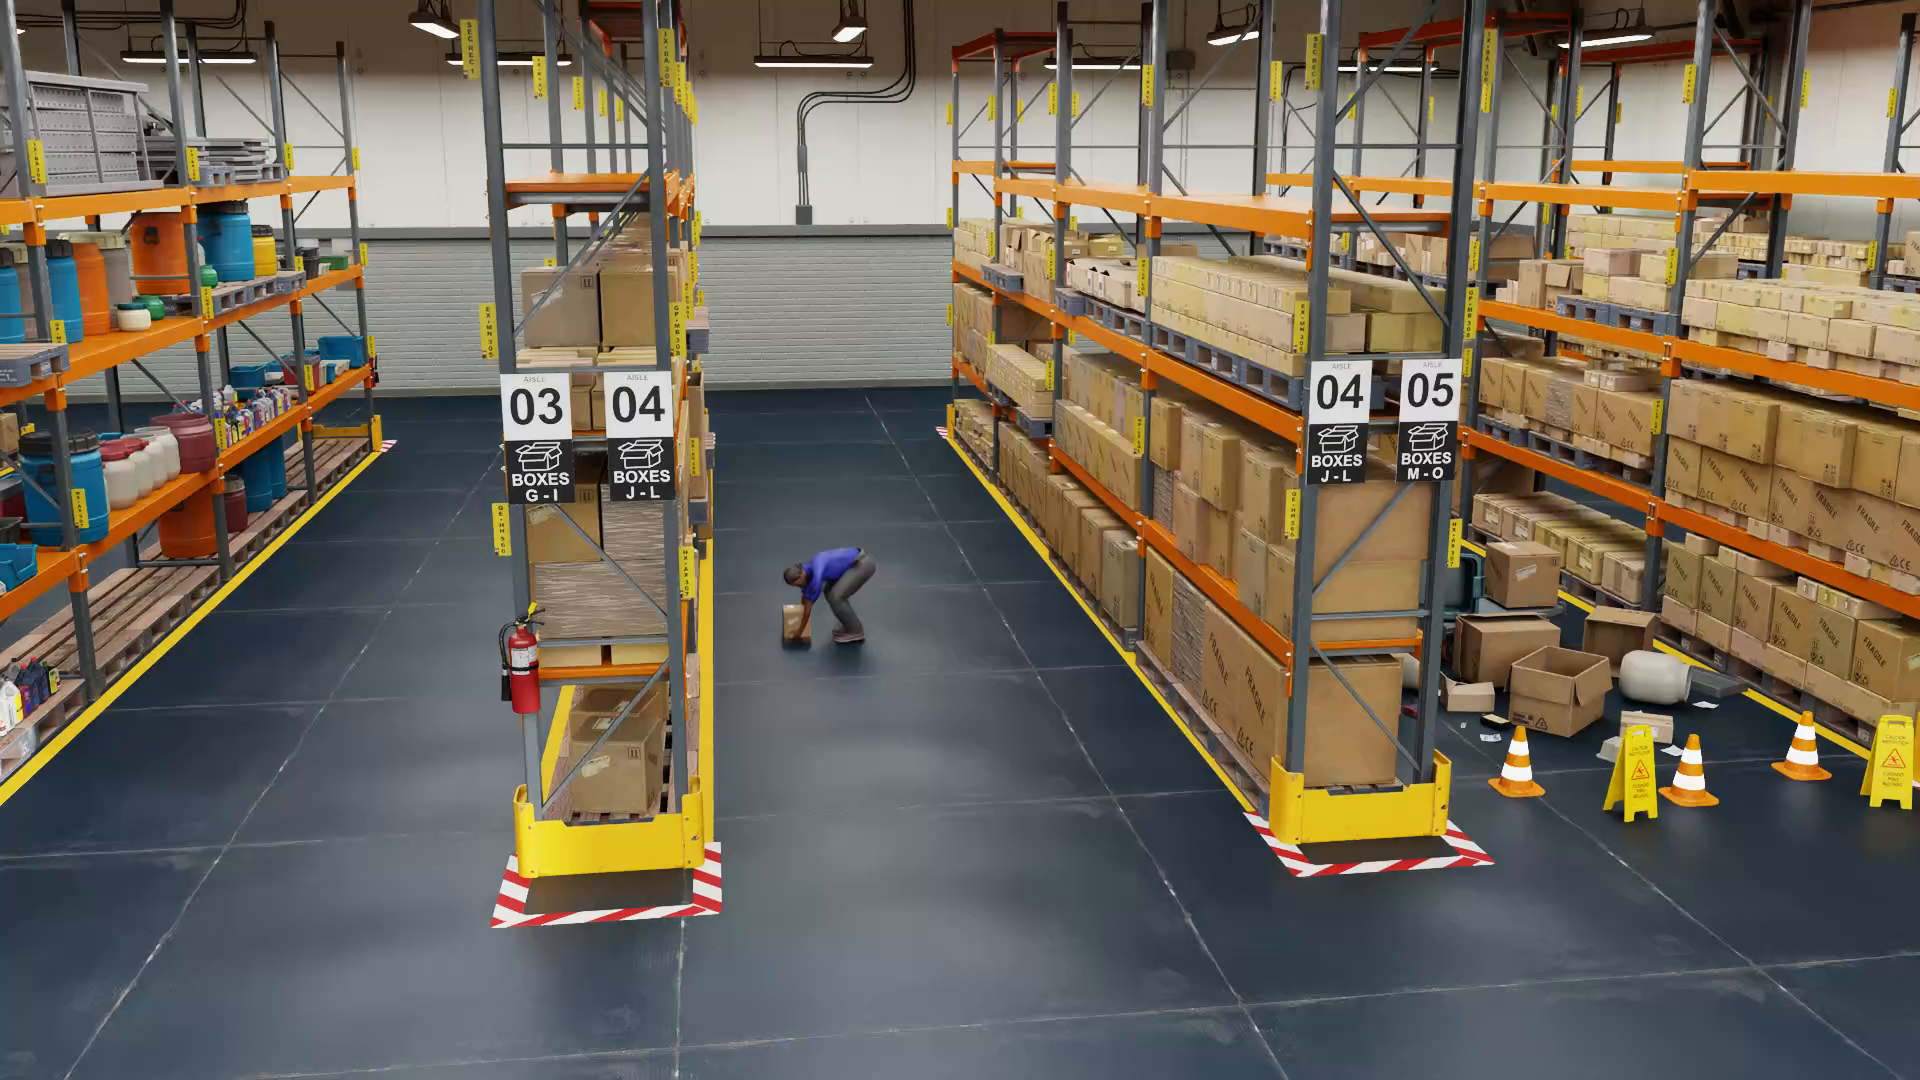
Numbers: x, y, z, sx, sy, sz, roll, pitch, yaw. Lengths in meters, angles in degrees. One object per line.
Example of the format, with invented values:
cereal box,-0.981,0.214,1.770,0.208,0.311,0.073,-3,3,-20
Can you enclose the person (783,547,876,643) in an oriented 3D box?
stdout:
person,-1.216,0.510,15.569,0.866,0.864,0.465,-3,14,-11
